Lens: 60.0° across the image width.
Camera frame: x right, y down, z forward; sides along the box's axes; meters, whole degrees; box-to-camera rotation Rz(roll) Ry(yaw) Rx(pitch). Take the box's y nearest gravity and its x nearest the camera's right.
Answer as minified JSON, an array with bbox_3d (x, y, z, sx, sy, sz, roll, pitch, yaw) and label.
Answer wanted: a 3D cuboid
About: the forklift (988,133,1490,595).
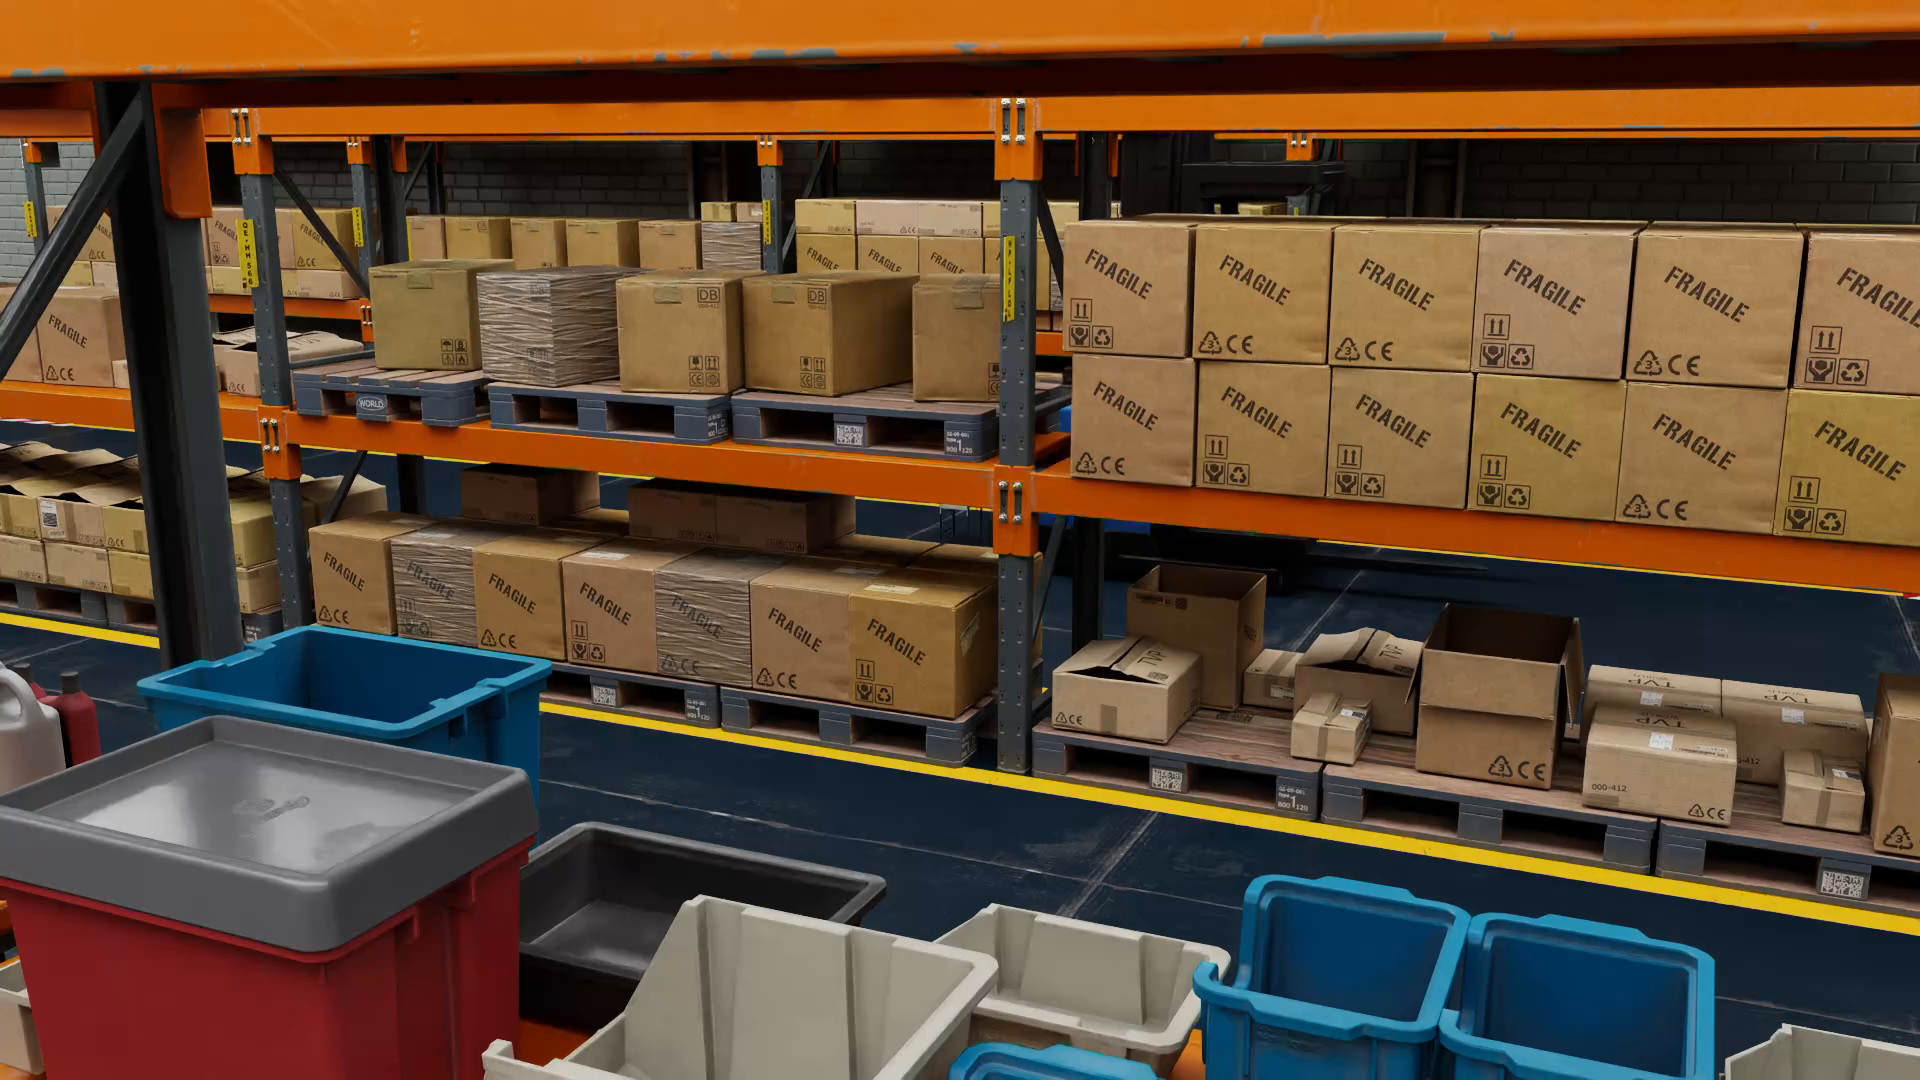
[{"bbox_3d":[1.750,-1.236,10.107,3.031,2.935,1.130,5,14,20],"label":"forklift"}]

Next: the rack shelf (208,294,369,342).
[{"bbox_3d":[-6.725,-2.185,15.574,4.000,0.370,1.077,6,14,23],"label":"rack shelf"}]

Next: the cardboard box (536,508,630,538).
[{"bbox_3d":[-1.820,0.143,8.586,0.500,0.500,0.500,5,14,21],"label":"cardboard box"}]

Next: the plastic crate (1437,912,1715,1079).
[{"bbox_3d":[0.766,0.669,2.075,0.300,0.233,0.416,6,14,23],"label":"plastic crate"}]

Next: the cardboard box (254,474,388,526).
[{"bbox_3d":[-3.603,-0.193,9.385,0.500,0.311,0.500,6,15,25],"label":"cardboard box"}]

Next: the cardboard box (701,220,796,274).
[{"bbox_3d":[-1.673,-2.284,13.241,0.500,0.500,0.700,4,14,17],"label":"cardboard box"}]

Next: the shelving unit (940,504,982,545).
[{"bbox_3d":[0.007,-0.437,11.149,0.210,0.900,0.258,6,14,23],"label":"shelving unit"}]

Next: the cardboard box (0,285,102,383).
[{"bbox_3d":[-5.265,-1.194,9.558,0.500,0.500,0.500,6,14,23],"label":"cardboard box"}]

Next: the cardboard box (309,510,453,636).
[{"bbox_3d":[-2.942,0.160,8.516,0.500,0.500,0.500,6,15,26],"label":"cardboard box"}]

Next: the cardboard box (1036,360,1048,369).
[{"bbox_3d":[0.178,-0.960,12.566,0.750,0.750,0.750,6,14,23],"label":"cardboard box"}]

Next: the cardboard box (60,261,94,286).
[{"bbox_3d":[-8.237,-2.545,15.820,0.500,0.250,0.500,5,14,22],"label":"cardboard box"}]

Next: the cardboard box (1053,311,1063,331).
[{"bbox_3d":[0.850,-1.596,11.996,0.250,0.149,0.380,5,14,22],"label":"cardboard box"}]

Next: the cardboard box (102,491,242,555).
[{"bbox_3d":[-4.299,-0.127,9.104,0.500,0.311,0.500,6,14,22],"label":"cardboard box"}]

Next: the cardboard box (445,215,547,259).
[{"bbox_3d":[-3.937,-2.505,14.184,0.500,0.500,0.700,7,15,29],"label":"cardboard box"}]

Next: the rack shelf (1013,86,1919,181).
[{"bbox_3d":[2.243,-1.500,6.089,4.000,0.370,1.077,6,14,23],"label":"rack shelf"}]

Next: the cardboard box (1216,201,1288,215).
[{"bbox_3d":[2.102,-2.275,11.828,0.500,0.250,0.500,6,15,25],"label":"cardboard box"}]

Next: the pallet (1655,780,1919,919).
[{"bbox_3d":[3.273,1.073,6.222,1.213,0.211,1.003,6,14,23],"label":"pallet"}]

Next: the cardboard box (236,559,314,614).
[{"bbox_3d":[-3.823,0.192,8.971,0.500,0.250,0.500,6,15,25],"label":"cardboard box"}]

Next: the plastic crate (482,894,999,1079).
[{"bbox_3d":[-0.274,0.668,1.971,0.530,0.282,0.437,6,14,23],"label":"plastic crate"}]

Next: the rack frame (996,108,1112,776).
[{"bbox_3d":[0.414,-0.575,7.138,0.127,3.000,1.000,6,14,23],"label":"rack frame"}]

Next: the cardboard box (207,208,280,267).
[{"bbox_3d":[-6.369,-2.725,14.943,0.500,0.500,0.500,5,14,22],"label":"cardboard box"}]

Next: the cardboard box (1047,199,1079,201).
[{"bbox_3d":[0.686,-2.416,12.432,0.500,0.250,0.500,5,14,22],"label":"cardboard box"}]

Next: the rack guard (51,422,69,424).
[{"bbox_3d":[-8.485,-1.496,16.536,0.348,0.500,1.175,6,14,23],"label":"rack guard"}]

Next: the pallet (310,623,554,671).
[{"bbox_3d":[-2.575,0.490,8.705,1.213,0.211,1.003,6,14,23],"label":"pallet"}]

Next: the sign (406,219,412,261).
[{"bbox_3d":[-3.032,-1.584,9.079,0.005,0.325,0.100,6,14,23],"label":"sign"}]

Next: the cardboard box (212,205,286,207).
[{"bbox_3d":[-6.646,-2.880,15.607,0.500,0.500,0.500,6,14,24],"label":"cardboard box"}]

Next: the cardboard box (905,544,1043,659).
[{"bbox_3d":[0.071,0.332,7.781,0.500,0.500,0.500,5,14,21],"label":"cardboard box"}]

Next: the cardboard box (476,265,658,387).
[{"bbox_3d":[-1.862,-1.039,7.977,0.500,0.500,0.700,9,16,34],"label":"cardboard box"}]

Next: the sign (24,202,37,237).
[{"bbox_3d":[-8.774,-3.028,15.699,0.005,0.325,0.100,6,14,23],"label":"sign"}]

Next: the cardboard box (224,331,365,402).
[{"bbox_3d":[-3.558,-0.944,8.907,0.500,0.311,0.500,7,15,27],"label":"cardboard box"}]

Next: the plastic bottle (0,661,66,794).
[{"bbox_3d":[-1.823,0.380,3.179,0.185,0.351,0.144,6,14,23],"label":"plastic bottle"}]

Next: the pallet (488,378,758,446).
[{"bbox_3d":[-1.463,-0.672,7.974,1.213,0.211,1.003,6,14,23],"label":"pallet"}]

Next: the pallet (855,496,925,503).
[{"bbox_3d":[-0.549,-0.534,13.066,1.213,0.211,1.003,6,14,23],"label":"pallet"}]

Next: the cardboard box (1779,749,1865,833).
[{"bbox_3d":[3.141,0.906,6.069,0.250,0.166,0.380,6,14,23],"label":"cardboard box"}]

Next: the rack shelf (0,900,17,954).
[{"bbox_3d":[-3.424,0.625,3.601,4.000,0.370,1.077,6,14,23],"label":"rack shelf"}]

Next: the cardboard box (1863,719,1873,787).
[{"bbox_3d":[3.599,0.827,6.403,0.250,0.166,0.380,6,14,23],"label":"cardboard box"}]

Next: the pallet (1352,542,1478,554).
[{"bbox_3d":[3.081,-0.165,11.498,1.213,0.211,1.003,6,14,23],"label":"pallet"}]

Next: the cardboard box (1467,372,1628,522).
[{"bbox_3d":[2.162,-0.379,6.085,0.500,0.500,0.500,6,14,22],"label":"cardboard box"}]

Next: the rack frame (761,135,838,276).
[{"bbox_3d":[-1.240,-1.980,13.126,0.127,3.000,1.000,6,14,23],"label":"rack frame"}]

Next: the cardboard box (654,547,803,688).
[{"bbox_3d":[-1.060,0.348,7.713,0.500,0.500,0.500,6,14,24],"label":"cardboard box"}]

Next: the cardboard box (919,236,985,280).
[{"bbox_3d":[0.029,-1.988,12.247,0.500,0.500,0.500,6,14,23],"label":"cardboard box"}]

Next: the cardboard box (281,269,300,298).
[{"bbox_3d":[-5.905,-2.315,14.839,0.500,0.250,0.500,6,14,23],"label":"cardboard box"}]

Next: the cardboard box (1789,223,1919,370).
[{"bbox_3d":[3.292,-0.883,6.044,0.500,0.500,0.500,6,14,24],"label":"cardboard box"}]

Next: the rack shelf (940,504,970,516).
[{"bbox_3d":[0.007,-0.230,11.198,0.200,0.077,0.258,6,14,23],"label":"rack shelf"}]

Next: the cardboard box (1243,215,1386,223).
[{"bbox_3d":[1.451,-1.071,6.843,0.500,0.500,0.500,5,14,22],"label":"cardboard box"}]

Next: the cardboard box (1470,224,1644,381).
[{"bbox_3d":[2.146,-0.865,5.967,0.500,0.500,0.500,6,15,25],"label":"cardboard box"}]

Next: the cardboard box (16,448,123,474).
[{"bbox_3d":[-5.480,-0.383,10.191,0.500,0.311,0.500,6,14,23],"label":"cardboard box"}]

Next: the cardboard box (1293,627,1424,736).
[{"bbox_3d":[1.736,0.583,7.127,0.500,0.311,0.500,6,14,23],"label":"cardboard box"}]

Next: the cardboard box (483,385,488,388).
[{"bbox_3d":[-3.724,-1.245,14.504,0.500,0.500,0.700,5,14,22],"label":"cardboard box"}]

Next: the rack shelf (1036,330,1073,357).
[{"bbox_3d":[0.589,-1.444,12.419,4.000,0.370,1.077,6,14,23],"label":"rack shelf"}]

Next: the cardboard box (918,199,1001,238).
[{"bbox_3d":[0.021,-2.357,12.179,0.500,0.250,0.500,6,14,24],"label":"cardboard box"}]
